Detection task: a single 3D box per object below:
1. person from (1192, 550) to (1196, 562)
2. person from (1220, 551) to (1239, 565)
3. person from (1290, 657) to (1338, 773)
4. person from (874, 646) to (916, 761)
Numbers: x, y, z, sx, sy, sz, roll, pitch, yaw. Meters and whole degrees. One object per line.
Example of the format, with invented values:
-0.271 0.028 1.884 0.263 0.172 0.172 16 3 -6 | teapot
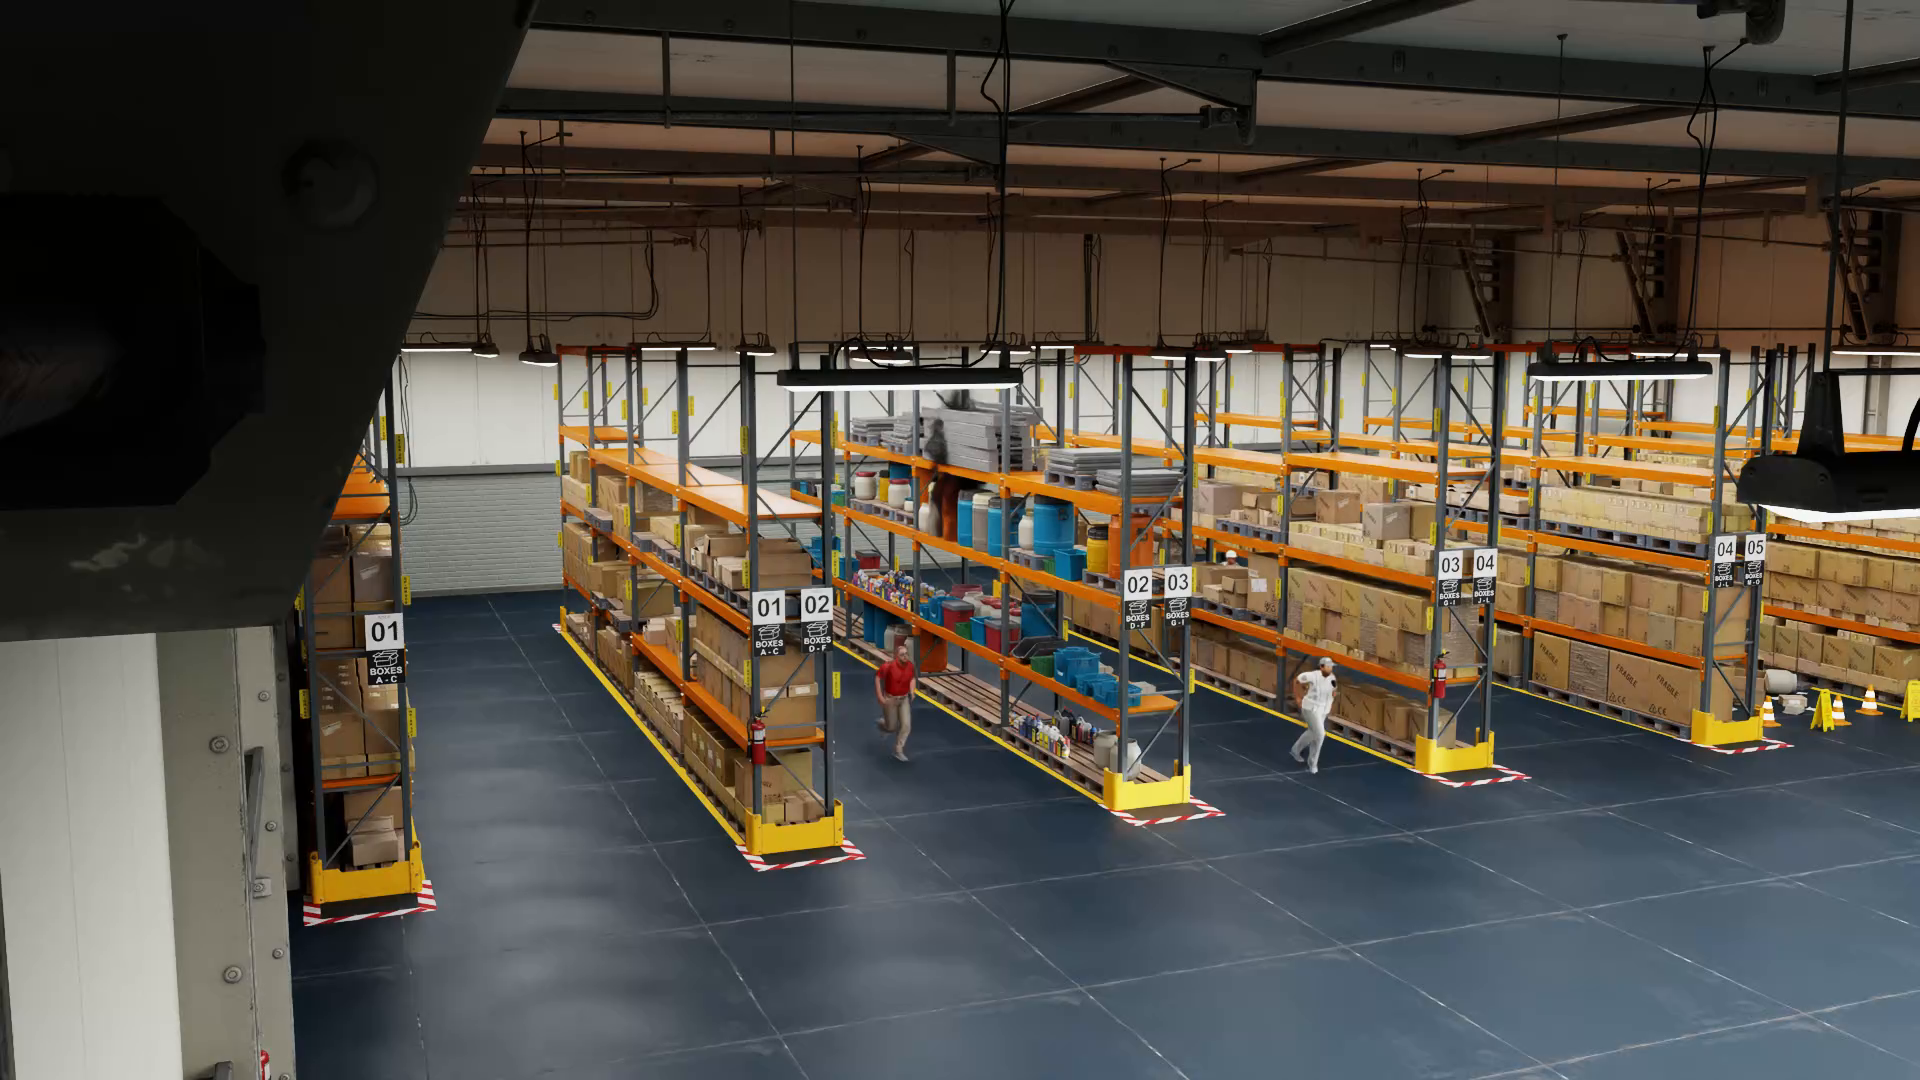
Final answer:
5.152 0.699 38.077 0.580 1.637 0.638 -2 8 -19 | person
5.610 1.048 35.129 0.649 1.706 0.739 -3 8 -24 | person
5.118 2.511 24.043 0.597 1.718 0.799 -5 9 -34 | person
-0.974 2.396 24.700 0.683 1.708 0.784 -4 8 -30 | person
